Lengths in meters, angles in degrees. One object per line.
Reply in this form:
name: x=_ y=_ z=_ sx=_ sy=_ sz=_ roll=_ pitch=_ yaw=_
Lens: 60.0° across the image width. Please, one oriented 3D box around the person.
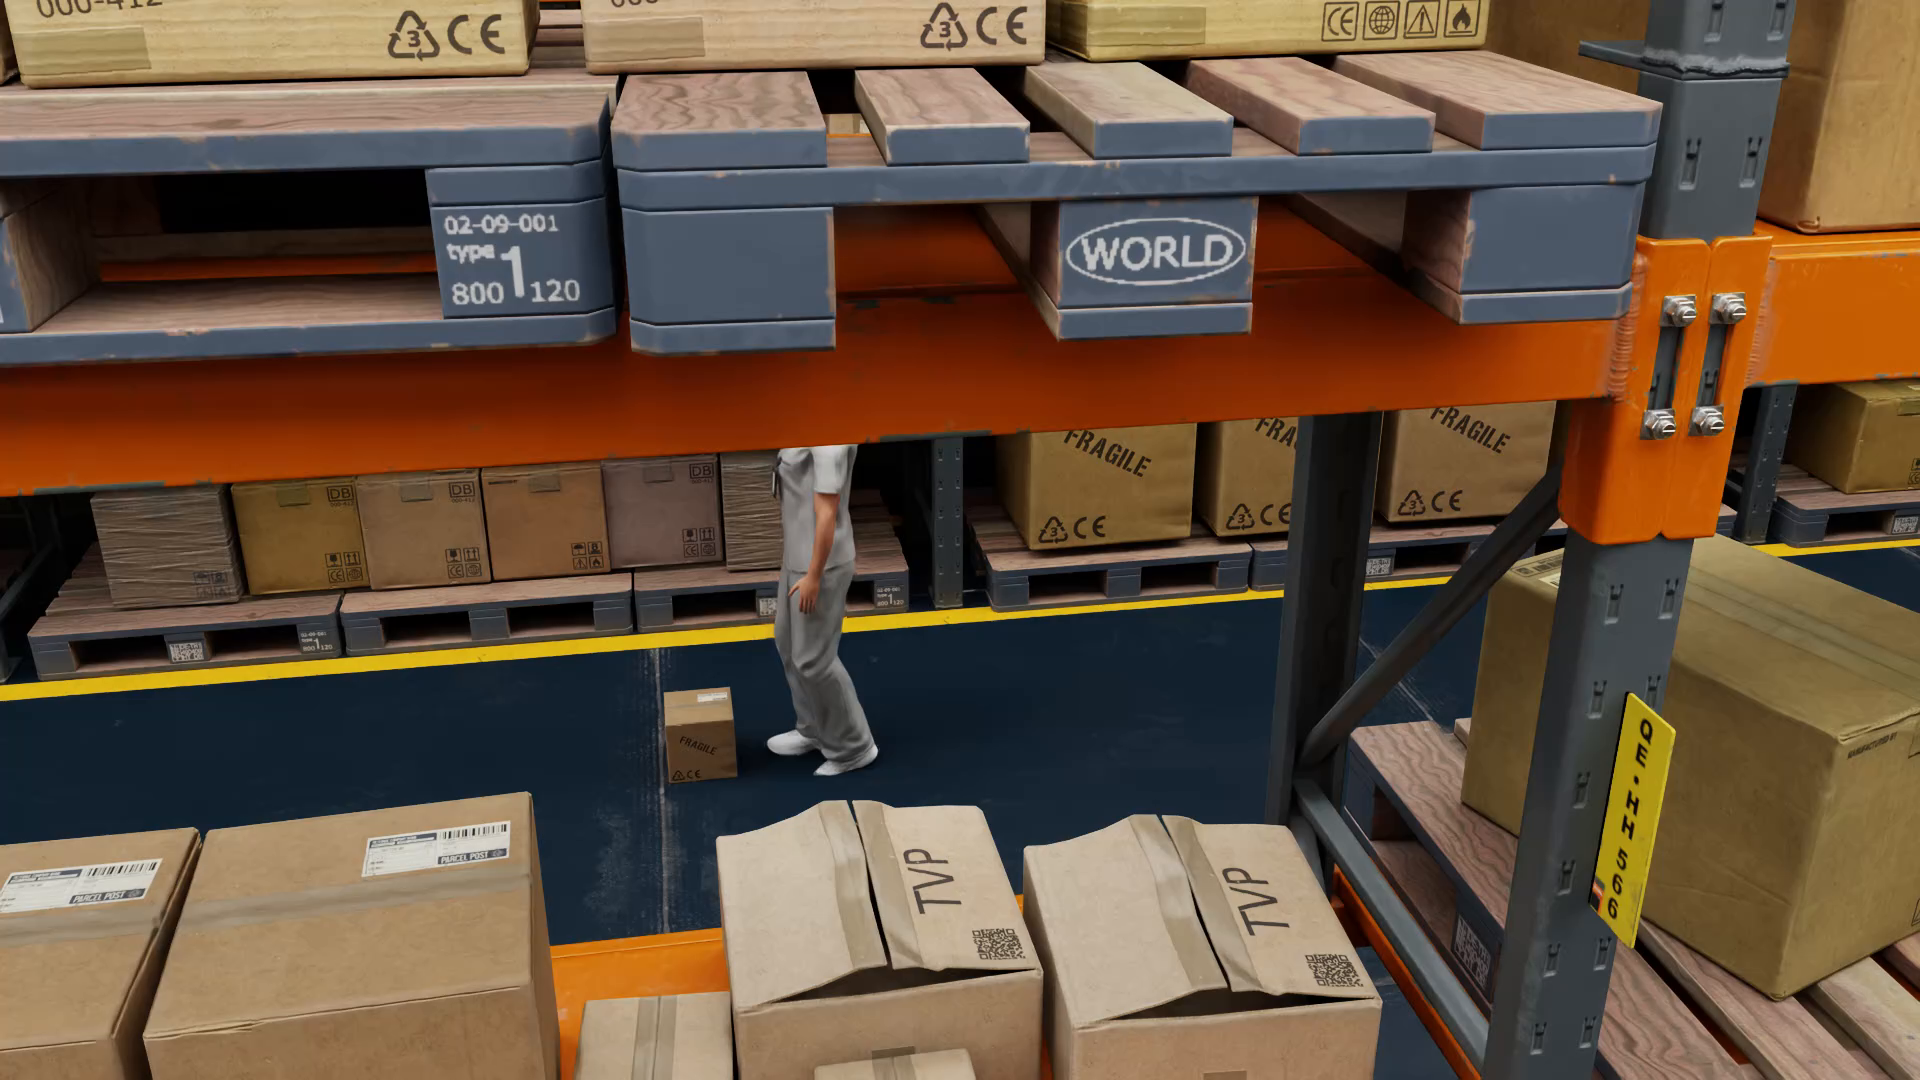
person: x=-0.514 y=0.095 z=5.977 sx=0.422 sy=1.707 sz=0.451 roll=-3 pitch=24 yaw=-8
